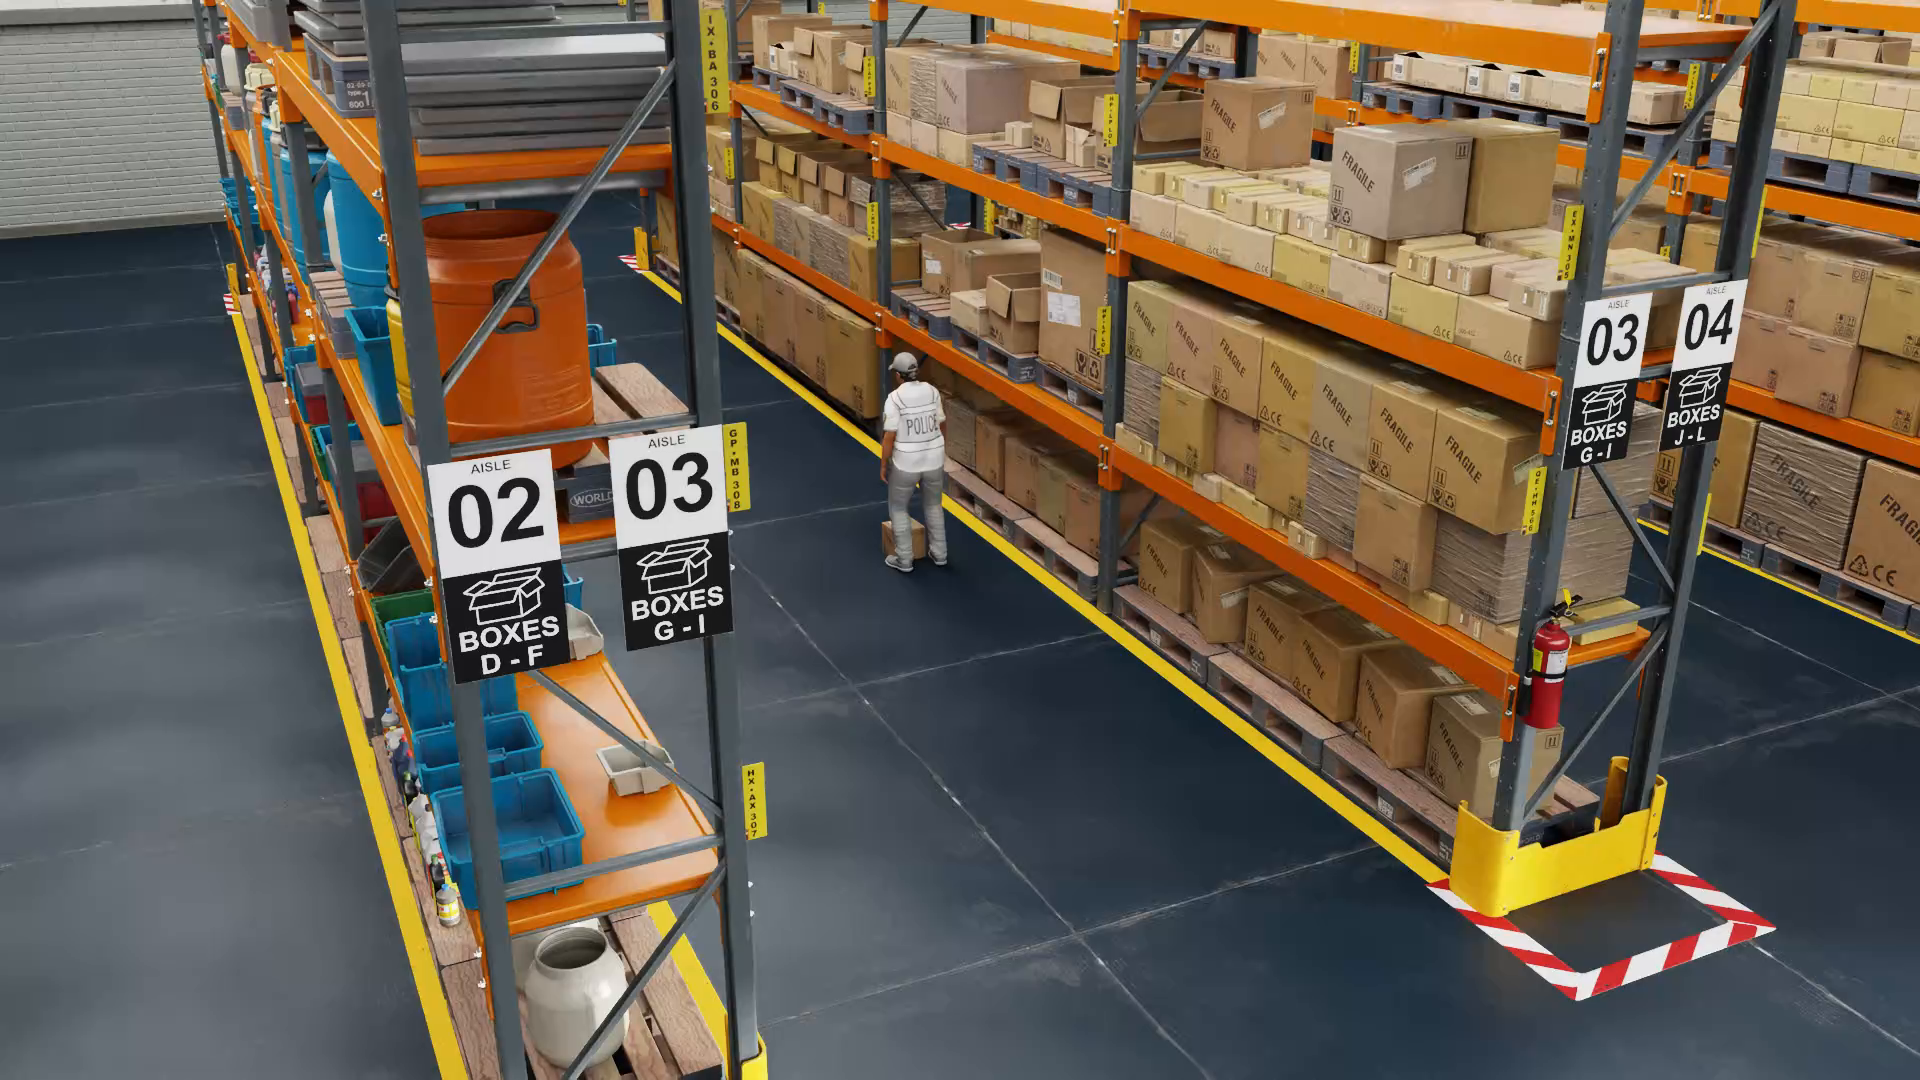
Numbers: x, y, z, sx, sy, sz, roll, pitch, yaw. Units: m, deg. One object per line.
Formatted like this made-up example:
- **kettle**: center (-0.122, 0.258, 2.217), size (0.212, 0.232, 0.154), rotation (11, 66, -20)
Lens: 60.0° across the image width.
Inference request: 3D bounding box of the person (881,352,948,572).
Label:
- **person**: center (-0.339, -0.585, 12.416), size (0.554, 1.666, 0.471), rotation (-11, 25, -25)
